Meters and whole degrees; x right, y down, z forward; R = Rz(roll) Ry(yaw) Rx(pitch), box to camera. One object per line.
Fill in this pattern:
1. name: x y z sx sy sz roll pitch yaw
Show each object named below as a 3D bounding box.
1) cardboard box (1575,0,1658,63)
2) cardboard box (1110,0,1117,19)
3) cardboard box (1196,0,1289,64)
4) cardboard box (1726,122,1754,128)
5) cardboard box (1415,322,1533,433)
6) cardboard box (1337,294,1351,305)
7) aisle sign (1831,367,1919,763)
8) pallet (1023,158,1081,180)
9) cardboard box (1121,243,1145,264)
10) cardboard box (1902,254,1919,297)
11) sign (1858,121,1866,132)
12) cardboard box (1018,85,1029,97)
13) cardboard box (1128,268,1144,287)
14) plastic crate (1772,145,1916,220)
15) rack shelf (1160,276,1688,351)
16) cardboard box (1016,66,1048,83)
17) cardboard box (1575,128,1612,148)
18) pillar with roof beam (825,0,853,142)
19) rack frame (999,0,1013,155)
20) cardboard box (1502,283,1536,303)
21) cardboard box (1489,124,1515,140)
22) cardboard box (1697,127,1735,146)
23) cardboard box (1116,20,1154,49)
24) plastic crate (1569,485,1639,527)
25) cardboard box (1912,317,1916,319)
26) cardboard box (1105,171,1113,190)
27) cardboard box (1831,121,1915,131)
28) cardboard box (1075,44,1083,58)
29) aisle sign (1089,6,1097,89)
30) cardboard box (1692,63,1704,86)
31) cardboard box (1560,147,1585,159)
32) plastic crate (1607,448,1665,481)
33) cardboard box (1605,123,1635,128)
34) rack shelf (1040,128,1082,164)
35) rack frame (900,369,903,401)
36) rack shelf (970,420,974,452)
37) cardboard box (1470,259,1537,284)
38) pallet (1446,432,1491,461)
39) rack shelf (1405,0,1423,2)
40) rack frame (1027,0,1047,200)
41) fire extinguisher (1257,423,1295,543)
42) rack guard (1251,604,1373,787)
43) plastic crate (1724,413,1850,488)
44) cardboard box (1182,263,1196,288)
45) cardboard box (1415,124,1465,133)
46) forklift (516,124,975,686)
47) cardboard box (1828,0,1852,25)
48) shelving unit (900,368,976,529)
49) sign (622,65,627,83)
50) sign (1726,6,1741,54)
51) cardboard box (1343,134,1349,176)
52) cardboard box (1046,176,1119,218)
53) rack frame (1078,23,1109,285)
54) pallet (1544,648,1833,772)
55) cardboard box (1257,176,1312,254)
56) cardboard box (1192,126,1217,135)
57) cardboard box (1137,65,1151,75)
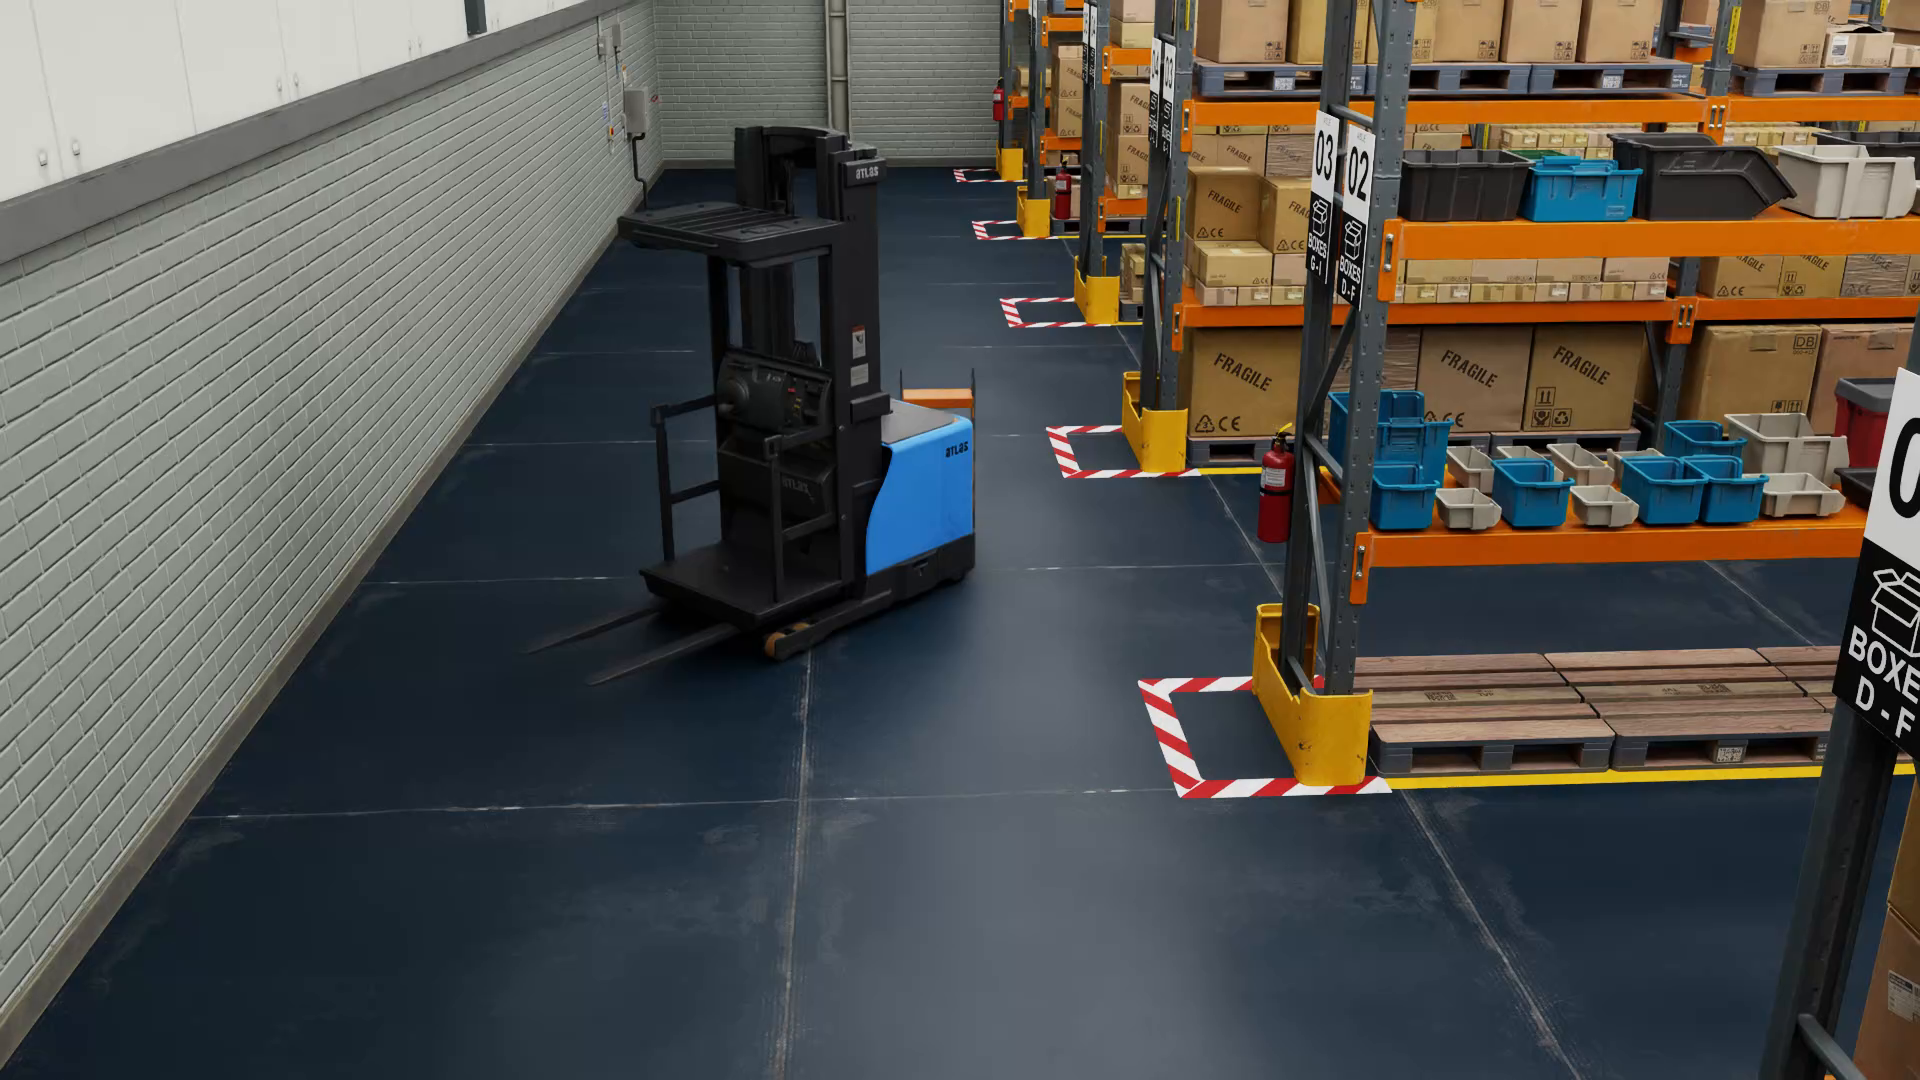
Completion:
1. cardboard box: 4.805 -3.872 12.488 0.500 0.500 0.700 -2 21 -6
2. cardboard box: 1.852 -5.565 17.315 0.500 0.250 0.500 -2 21 -5
3. cardboard box: 2.105 -3.857 12.450 0.500 0.500 0.700 -2 21 -6
4. cardboard box: 8.408 -4.469 18.070 0.250 0.149 0.380 -1 21 -3
5. cardboard box: 4.021 -1.417 13.524 0.875 0.875 0.875 -1 21 -3
6. cardboard box: 2.988 -1.930 12.828 0.250 0.149 0.380 -2 21 -4
7. aisle sign: 2.065 0.061 3.592 0.004 0.787 0.394 -1 21 -3
8. pallet: 1.608 -6.134 27.437 1.213 0.211 1.003 -1 21 -3
9. cardboard box: 1.921 -3.143 18.241 0.250 0.149 0.380 -1 21 -2
10. cardboard box: 7.573 -2.218 13.089 0.500 0.500 0.500 -1 21 -2
11. sign: 9.434 -4.374 17.378 0.005 0.325 0.100 -1 21 -3
12. cardboard box: 1.080 -7.211 26.700 0.250 0.149 0.380 -1 21 -3
13. cardboard box: 1.945 -2.823 17.817 0.250 0.149 0.380 0 21 -1
14. plastic crate: 4.102 -1.659 7.712 0.530 0.282 0.437 -1 21 -3
15. rack shelf: 3.586 -1.841 13.251 4.000 0.370 1.077 -1 21 -3
16. cardboard box: 1.180 -7.592 27.139 0.500 0.250 0.500 -1 21 -1
17. cardboard box: 6.603 -4.199 17.361 0.250 0.149 0.380 -1 21 -4
18. pillar with roof beam: -1.761 -8.959 22.506 0.400 9.000 9.100 -1 21 -3
19. rack frame: 0.736 -7.420 26.893 0.127 3.000 1.000 -1 21 -3
20. cardboard box: 4.269 -1.956 12.897 0.250 0.149 0.380 -1 21 -2
21. cardboard box: 5.790 -4.416 17.930 0.250 0.149 0.380 0 21 -1
22. cardboard box: 7.911 -4.228 17.436 0.250 0.149 0.380 -1 21 -3
23. cardboard box: 1.870 -5.150 16.928 0.500 0.250 0.500 0 21 -1
24. plastic crate: 3.139 -0.160 8.113 0.298 0.136 0.250 -1 21 -3
25. cardboard box: 7.996 -1.480 13.688 0.875 0.875 1.225 -1 21 -3
26. cardboard box: 1.716 -3.890 17.975 0.250 0.149 0.380 -1 21 -3
27. cardboard box: 9.843 -4.582 17.895 0.500 0.500 0.700 -1 21 -3
28. cardboard box: 1.651 -6.413 21.792 0.250 0.149 0.380 -1 21 -2
29. aisle sign: 1.351 -5.007 16.903 0.004 0.787 0.394 -1 21 -3
30. cardboard box: 9.993 -6.141 22.386 0.500 0.500 0.500 0 21 0
31. cardboard box: 6.336 -4.055 17.401 0.250 0.149 0.380 -1 21 -2
32. plastic crate: 3.537 -0.390 8.716 0.250 0.136 0.298 -1 21 -3
33. cardboard box: 7.091 -4.442 17.999 0.250 0.149 0.380 -2 21 -5
34. rack shelf: 3.020 -5.361 22.497 4.000 0.370 1.077 -1 21 -3
35. rack frame: -0.396 -0.557 11.398 0.015 1.200 0.240 -1 21 -2
36. rack shelf: -0.153 -0.707 11.353 0.480 0.148 0.258 -1 21 -2
37. cardboard box: 4.131 -2.162 12.877 0.500 0.250 0.500 -1 21 -2
38. pallet: 3.598 -0.901 13.690 1.213 0.211 1.003 -1 21 -3
39. rack shelf: 3.869 -2.698 7.633 4.000 0.370 1.077 -1 21 -3
40. rack frame: 1.023 -5.656 22.262 0.127 3.000 1.000 -1 21 -3
41. fire extinguisher: 1.695 -0.325 8.891 0.183 0.674 0.296 -1 21 -3
42. rack guard: 1.849 0.797 8.826 0.348 0.500 1.175 -1 21 -3
43. plastic crate: 4.330 -0.465 8.709 0.530 0.282 0.437 -1 21 -3
44. cardboard box: 1.926 -2.143 13.387 0.250 0.149 0.380 -1 21 -2
45. cardboard box: 4.947 -4.529 17.337 0.500 0.500 0.500 -2 21 -5
46. forklift: -1.250 -0.862 9.765 1.130 2.935 3.031 17 27 38
47. cardboard box: 8.838 -5.409 17.257 0.500 0.500 0.500 -1 21 -3
48. shelving unit: -0.153 -0.561 11.408 0.503 1.200 0.258 -1 21 -2
49. sign: -4.783 -6.645 23.698 0.001 0.242 0.339 -1 21 -3
50. sign: 5.616 -3.701 12.072 0.005 0.325 0.100 -1 21 -3
51. cardboard box: 3.918 -4.037 17.451 0.500 0.500 0.500 -1 21 -3
52. cardboard box: 1.677 -4.704 22.772 0.875 0.438 0.875 -2 21 -5
53. rack frame: 1.407 -3.900 17.649 0.127 3.000 1.000 -1 21 -3
54. pallet: 3.913 0.900 8.961 1.213 0.211 1.003 -1 21 -3
55. cardboard box: 2.583 -2.480 12.657 0.500 0.500 0.500 -2 21 -4
56. cardboard box: 2.374 -4.480 17.210 0.500 0.500 0.500 -1 21 -1
57. cardboard box: 2.548 -6.105 21.895 0.500 0.500 0.500 -1 21 -3
